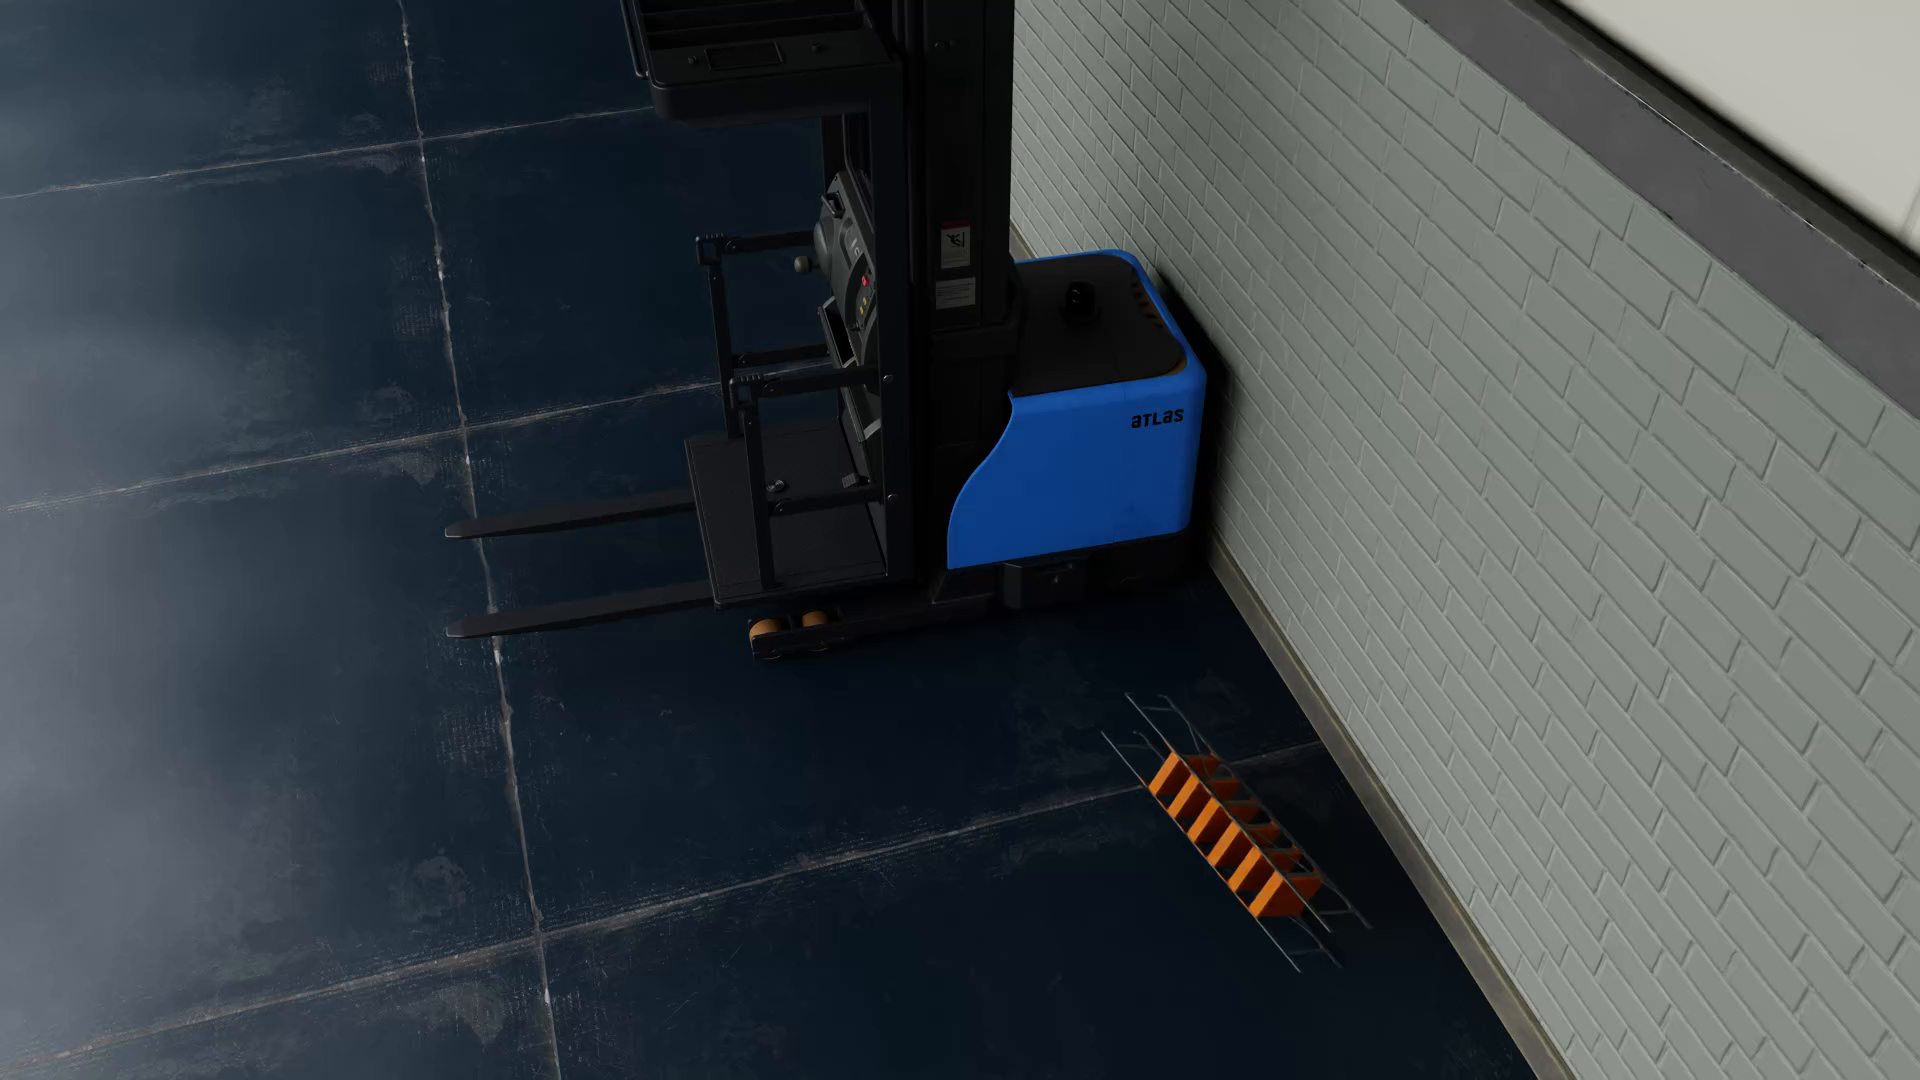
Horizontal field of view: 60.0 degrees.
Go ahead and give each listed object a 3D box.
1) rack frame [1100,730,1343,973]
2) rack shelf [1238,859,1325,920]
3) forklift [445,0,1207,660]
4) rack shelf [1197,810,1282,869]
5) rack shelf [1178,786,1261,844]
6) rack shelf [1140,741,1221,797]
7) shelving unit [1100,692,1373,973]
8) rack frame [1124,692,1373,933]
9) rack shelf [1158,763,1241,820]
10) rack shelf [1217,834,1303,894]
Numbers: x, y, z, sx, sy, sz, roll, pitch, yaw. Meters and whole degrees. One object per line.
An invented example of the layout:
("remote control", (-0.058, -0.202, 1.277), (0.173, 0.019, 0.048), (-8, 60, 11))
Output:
("rack frame", (0.907, 1.075, 5.905), (0.240, 0.006, 1.200), (8, 31, -41))
("rack shelf", (1.103, 1.187, 5.667), (0.258, 0.180, 0.103), (8, 31, -41))
("forklift", (-0.608, -1.007, 6.175), (3.031, 2.935, 1.130), (-9, 42, -10))
("rack shelf", (0.985, 1.046, 5.822), (0.258, 0.180, 0.103), (8, 31, -41))
("rack shelf", (0.927, 0.976, 5.899), (0.258, 0.180, 0.103), (8, 31, -41))
("rack shelf", (0.809, 0.835, 6.054), (0.258, 0.180, 0.103), (8, 31, -41))
("shelving unit", (0.948, 1.002, 5.870), (0.258, 0.189, 1.200), (8, 31, -41))
("rack frame", (0.990, 0.928, 5.835), (0.240, 0.006, 1.200), (8, 31, -41))
("rack shelf", (0.868, 0.906, 5.976), (0.258, 0.180, 0.103), (8, 31, -41))
("rack shelf", (1.044, 1.117, 5.744), (0.258, 0.180, 0.103), (8, 31, -41))
